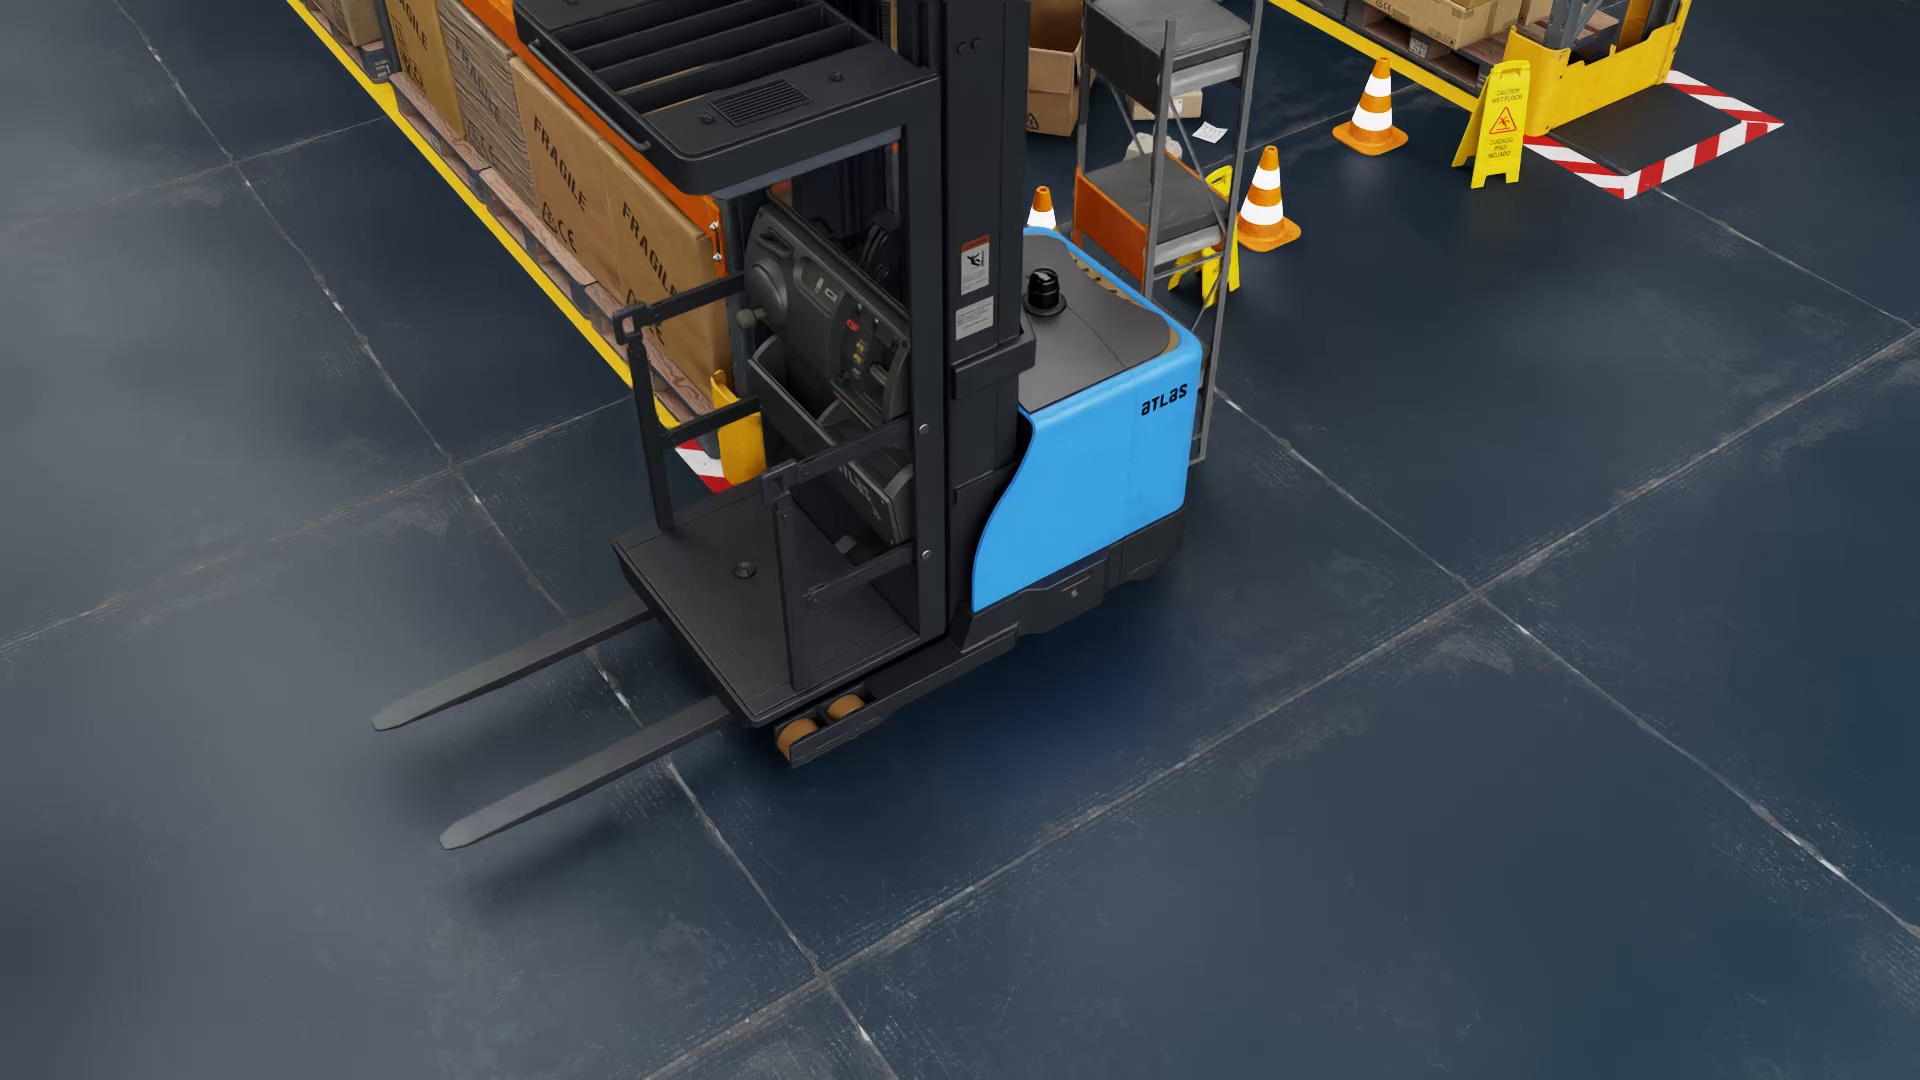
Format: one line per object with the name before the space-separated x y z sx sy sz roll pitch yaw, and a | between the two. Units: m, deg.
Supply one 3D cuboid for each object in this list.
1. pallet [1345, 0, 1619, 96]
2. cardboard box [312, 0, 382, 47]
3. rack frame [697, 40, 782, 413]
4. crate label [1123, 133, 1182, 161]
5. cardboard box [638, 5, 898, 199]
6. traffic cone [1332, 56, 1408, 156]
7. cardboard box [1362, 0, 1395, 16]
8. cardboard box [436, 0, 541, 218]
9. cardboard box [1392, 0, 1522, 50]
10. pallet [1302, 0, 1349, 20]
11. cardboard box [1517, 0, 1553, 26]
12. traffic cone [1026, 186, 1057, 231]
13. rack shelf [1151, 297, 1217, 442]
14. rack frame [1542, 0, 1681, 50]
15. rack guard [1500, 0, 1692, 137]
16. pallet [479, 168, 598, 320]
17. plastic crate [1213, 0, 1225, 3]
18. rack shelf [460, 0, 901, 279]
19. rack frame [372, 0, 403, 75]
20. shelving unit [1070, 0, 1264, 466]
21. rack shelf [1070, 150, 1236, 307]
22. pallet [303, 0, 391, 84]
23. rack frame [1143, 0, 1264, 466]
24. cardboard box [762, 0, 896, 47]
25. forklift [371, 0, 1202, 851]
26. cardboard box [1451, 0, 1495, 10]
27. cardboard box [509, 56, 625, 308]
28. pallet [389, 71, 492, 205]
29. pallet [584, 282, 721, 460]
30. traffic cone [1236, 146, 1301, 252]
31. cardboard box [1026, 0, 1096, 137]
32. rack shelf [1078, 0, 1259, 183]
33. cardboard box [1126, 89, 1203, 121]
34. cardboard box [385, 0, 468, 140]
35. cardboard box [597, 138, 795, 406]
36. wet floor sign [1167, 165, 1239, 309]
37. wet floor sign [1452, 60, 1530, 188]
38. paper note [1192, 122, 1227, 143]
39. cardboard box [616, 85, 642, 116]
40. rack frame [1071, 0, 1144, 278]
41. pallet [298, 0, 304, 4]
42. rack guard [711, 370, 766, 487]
pallet | 3.056 -3.055 9.798 1.003 0.211 1.213 -26 49 -24
cardboard box | -3.185 -3.454 9.521 1.050 0.750 0.750 -26 49 -25
rack frame | -0.467 -1.534 6.185 1.000 3.000 0.127 -26 49 -24
crate label | 1.014 -2.035 8.782 0.298 0.136 0.250 18 47 18
cardboard box | -0.717 -1.781 6.334 0.875 0.550 0.550 -26 49 -24
traffic cone | 2.231 -2.363 8.890 0.336 0.463 0.334 -26 49 -24
cardboard box | 2.562 -3.352 9.776 0.500 0.250 0.500 -26 49 -24
cardboard box | -1.934 -2.290 8.211 0.875 0.875 0.875 -25 49 -24
cardboard box | 2.838 -3.069 9.480 0.500 0.250 0.500 -26 49 -25
pallet | 2.362 -3.746 10.521 1.003 0.211 1.213 -26 49 -24
cardboard box | 3.300 -3.270 9.690 0.500 0.250 0.500 -26 49 -25
traffic cone | 0.394 -1.478 7.963 0.336 0.463 0.334 -26 49 -24
rack shelf | 0.746 -0.667 6.960 0.431 0.518 0.480 -22 48 -21
rack frame | 3.535 -3.547 8.293 1.000 3.000 0.127 -26 49 -24
rack guard | 3.491 -2.686 9.201 1.175 0.500 0.348 -26 49 -24
pallet | -1.683 -1.638 8.313 1.003 0.211 1.213 -26 49 -24
plastic crate | 1.472 -3.543 10.403 0.583 0.080 0.402 26 49 25
rack shelf | -1.611 -2.407 7.620 1.077 0.370 4.000 -26 49 -24
rack frame | -2.756 -3.800 8.558 1.000 3.000 0.127 -26 49 -24
shelving unit | 0.742 -1.182 6.466 0.431 2.100 0.503 -22 48 -21
rack shelf | 0.742 -1.173 6.476 0.431 0.518 0.480 -22 48 -21
pallet | -3.259 -3.198 9.947 1.003 0.211 1.213 -26 49 -24
rack frame | 0.865 -1.037 6.314 0.400 2.100 0.015 -22 48 -21
cardboard box | -0.648 -2.204 5.996 0.875 0.550 0.550 -26 49 -24
forklift | -0.614 -0.682 5.341 3.031 2.935 1.130 -26 49 -24
cardboard box | 2.863 -3.326 9.206 0.500 0.500 0.500 -25 49 -24
cardboard box | -1.415 -1.773 7.669 0.875 0.875 0.875 -26 50 -25
pallet | -2.385 -2.329 9.037 1.003 0.211 1.213 -26 49 -24
pallet | -0.989 -0.947 7.590 1.003 0.211 1.213 -26 49 -24
traffic cone | 1.515 -1.732 8.229 0.336 0.463 0.334 -26 49 -24
cardboard box | 0.454 -2.638 9.149 0.637 0.503 0.797 11 45 11
rack shelf | 0.739 -1.678 5.991 0.431 0.518 0.480 -22 48 -21
cardboard box | 1.129 -2.460 9.219 0.380 0.149 0.250 -3 44 -4
cardboard box | -2.453 -2.799 8.744 0.875 0.875 0.875 -25 49 -24
cardboard box | -0.909 -1.275 7.148 0.875 0.875 0.875 -25 49 -24
wet floor sign | 1.173 -1.448 7.800 0.267 0.644 0.232 -35 53 -31
wet floor sign | 2.766 -2.165 8.550 0.267 0.644 0.232 -10 45 -11
paper note | 1.361 -2.222 9.055 0.142 0.019 0.148 26 49 25
cardboard box | -1.049 -2.083 6.652 0.875 0.550 0.550 -26 49 -24
rack frame | 0.620 -1.328 6.619 0.400 2.100 0.015 -22 48 -21
pallet | -3.961 -3.890 10.672 1.003 0.211 1.213 -26 49 -24
rack guard | -0.454 -0.616 7.034 1.175 0.500 0.348 -26 49 -24
